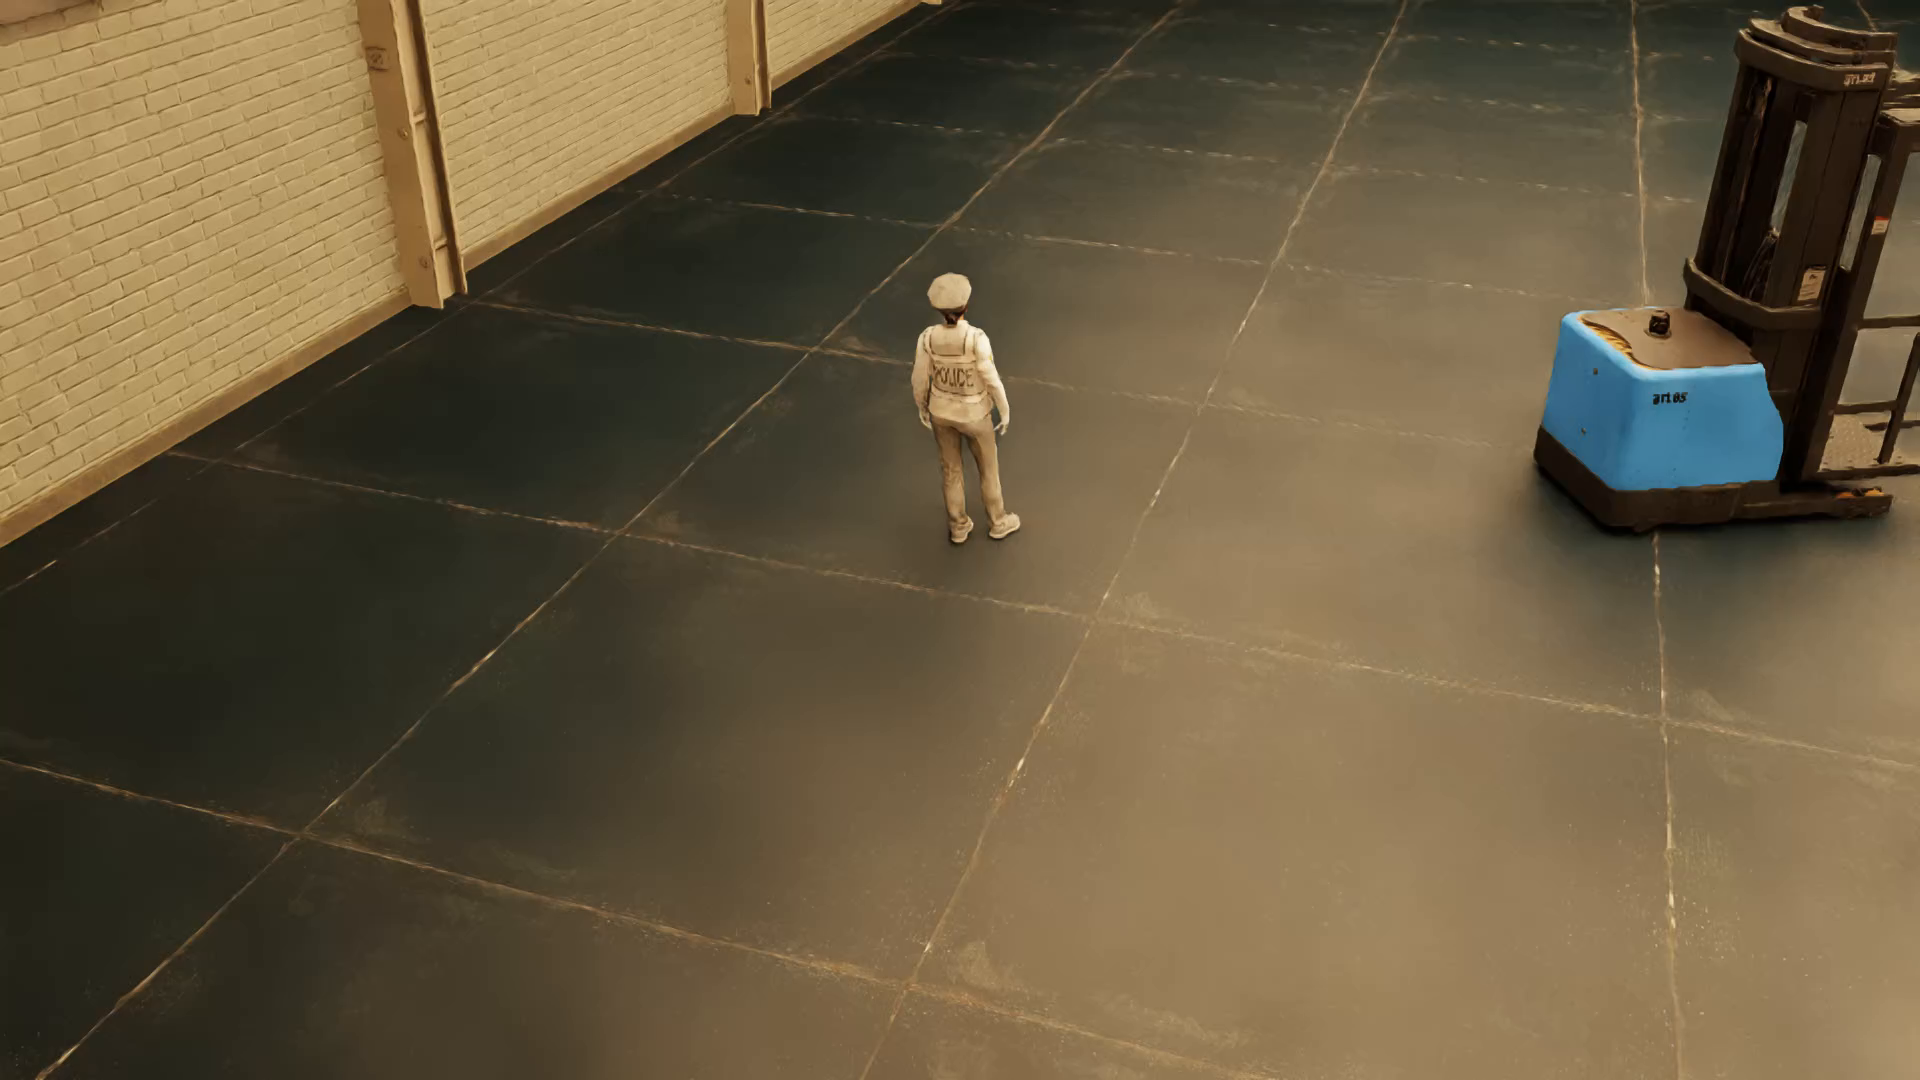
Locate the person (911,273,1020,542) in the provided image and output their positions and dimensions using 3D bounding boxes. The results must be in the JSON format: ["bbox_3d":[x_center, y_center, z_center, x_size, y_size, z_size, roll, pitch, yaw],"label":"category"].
[{"bbox_3d":[0.029,-0.773,9.727,0.586,1.695,0.533,10,31,16],"label":"person"}]

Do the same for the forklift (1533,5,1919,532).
[{"bbox_3d":[5.324,-1.658,10.044,3.031,2.935,1.130,-5,30,-8],"label":"forklift"}]
